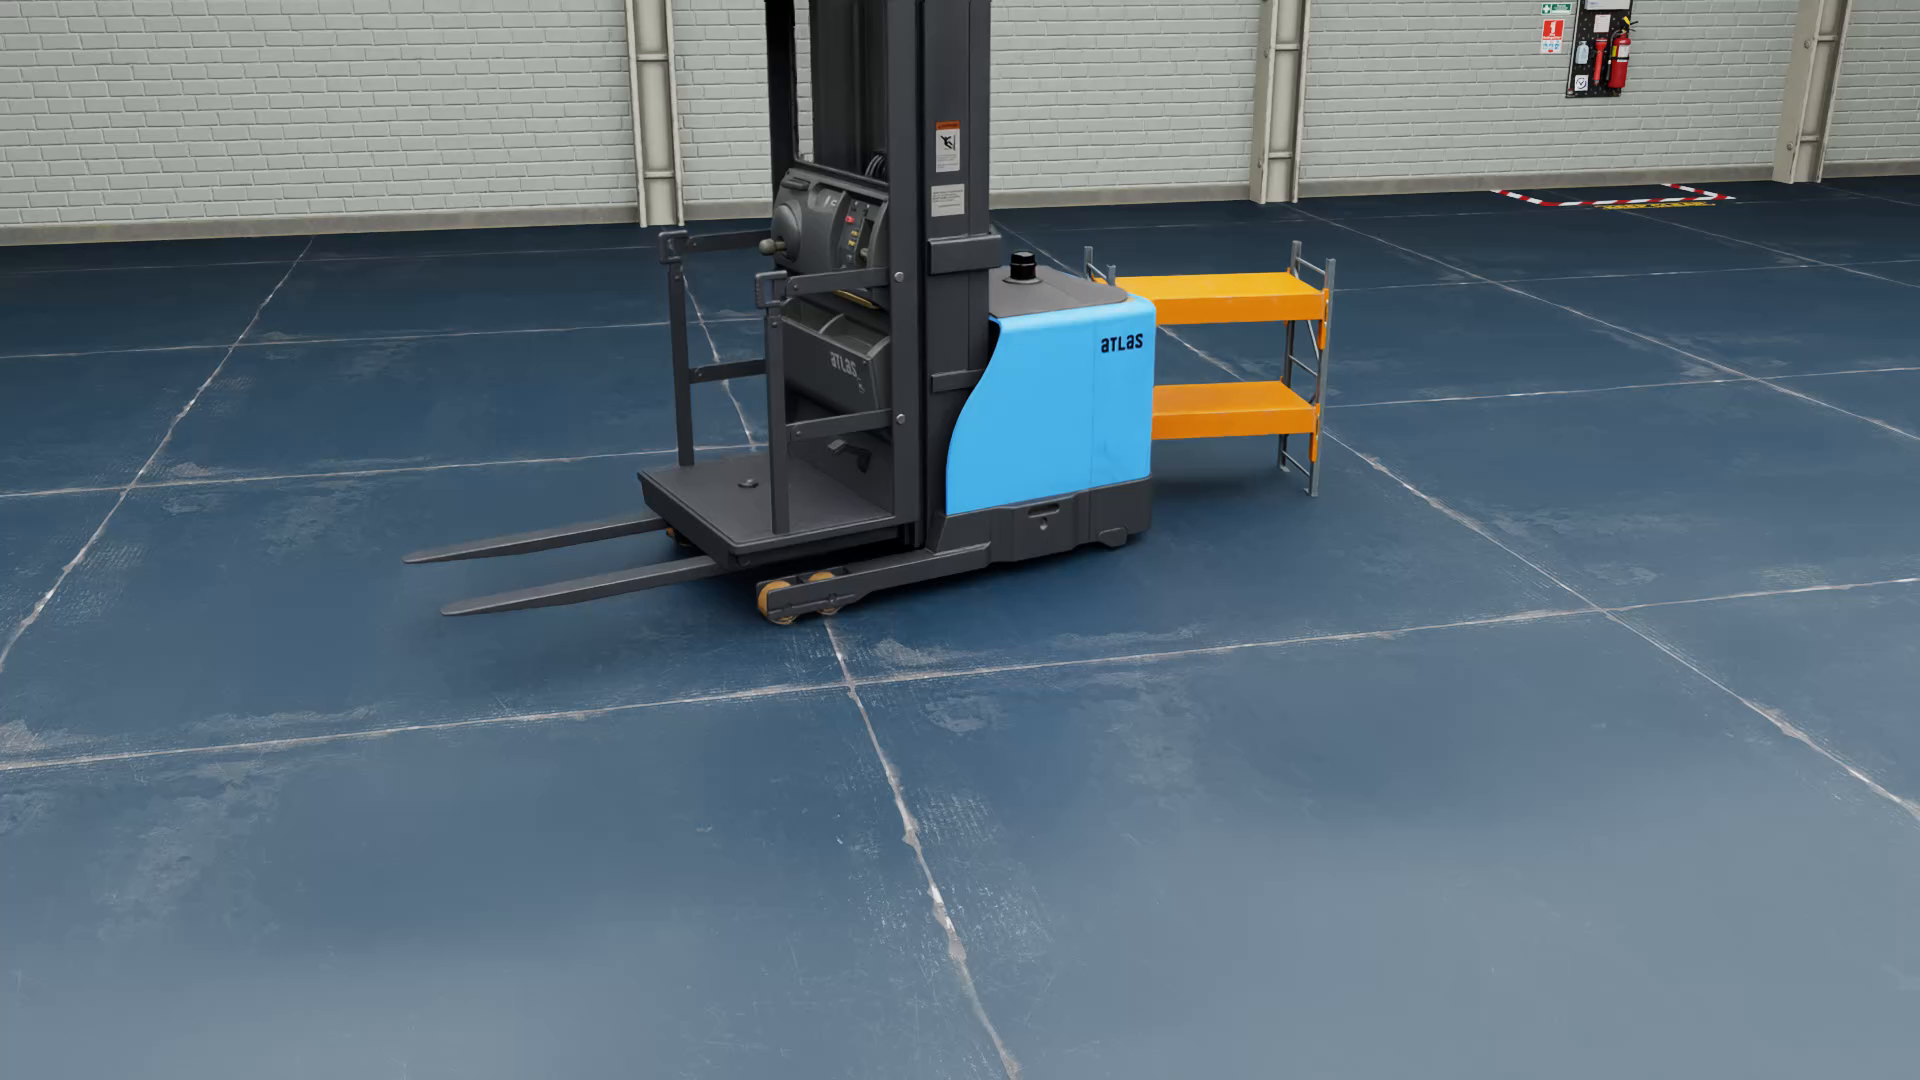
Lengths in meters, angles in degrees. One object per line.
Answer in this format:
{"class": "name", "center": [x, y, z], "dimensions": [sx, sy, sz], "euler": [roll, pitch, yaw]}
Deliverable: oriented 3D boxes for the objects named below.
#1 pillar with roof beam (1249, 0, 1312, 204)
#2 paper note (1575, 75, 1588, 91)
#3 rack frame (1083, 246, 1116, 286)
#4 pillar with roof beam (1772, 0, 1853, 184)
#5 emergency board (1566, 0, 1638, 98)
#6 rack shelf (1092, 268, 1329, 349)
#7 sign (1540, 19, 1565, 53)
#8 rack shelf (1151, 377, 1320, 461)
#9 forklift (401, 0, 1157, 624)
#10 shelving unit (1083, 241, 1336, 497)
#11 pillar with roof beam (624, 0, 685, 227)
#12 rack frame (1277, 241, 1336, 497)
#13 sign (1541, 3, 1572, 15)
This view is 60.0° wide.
{"class": "pillar with roof beam", "center": [4.098, -6.154, 11.033], "dimensions": [0.400, 9.000, 9.100], "euler": [-5, 21, -12]}
{"class": "paper note", "center": [6.345, -4.666, 16.972], "dimensions": [0.142, 0.148, 0.016], "euler": [-5, 21, -12]}
{"class": "rack frame", "center": [0.635, -0.764, 7.765], "dimensions": [0.032, 1.125, 0.500], "euler": [-3, 20, -8]}
{"class": "pillar with roof beam", "center": [9.937, -6.629, 12.329], "dimensions": [0.400, 9.000, 9.100], "euler": [-5, 21, -12]}
{"class": "emergency board", "center": [6.533, -5.071, 16.796], "dimensions": [0.643, 1.169, 0.194], "euler": [-5, 21, -12]}
{"class": "rack shelf", "center": [1.138, -1.065, 7.736], "dimensions": [1.000, 0.278, 0.538], "euler": [-3, 20, -8]}
{"class": "sign", "center": [5.971, -5.078, 16.765], "dimensions": [0.234, 0.329, 0.001], "euler": [-5, 21, -12]}
{"class": "rack shelf", "center": [1.138, -0.561, 7.921], "dimensions": [1.000, 0.278, 0.538], "euler": [-3, 20, -8]}
{"class": "forklift", "center": [-0.698, -1.258, 6.486], "dimensions": [3.031, 2.935, 1.130], "euler": [-11, 23, -28]}
{"class": "shelving unit", "center": [1.138, -0.790, 7.837], "dimensions": [1.048, 1.125, 0.538], "euler": [-3, 20, -8]}
{"class": "pillar with roof beam", "center": [-1.741, -5.680, 9.737], "dimensions": [0.400, 9.000, 9.100], "euler": [-5, 21, -12]}
{"class": "rack frame", "center": [1.640, -0.817, 7.909], "dimensions": [0.032, 1.125, 0.500], "euler": [-3, 20, -8]}
{"class": "sign", "center": [5.978, -5.324, 16.666], "dimensions": [0.331, 0.109, 0.001], "euler": [-5, 21, -12]}
